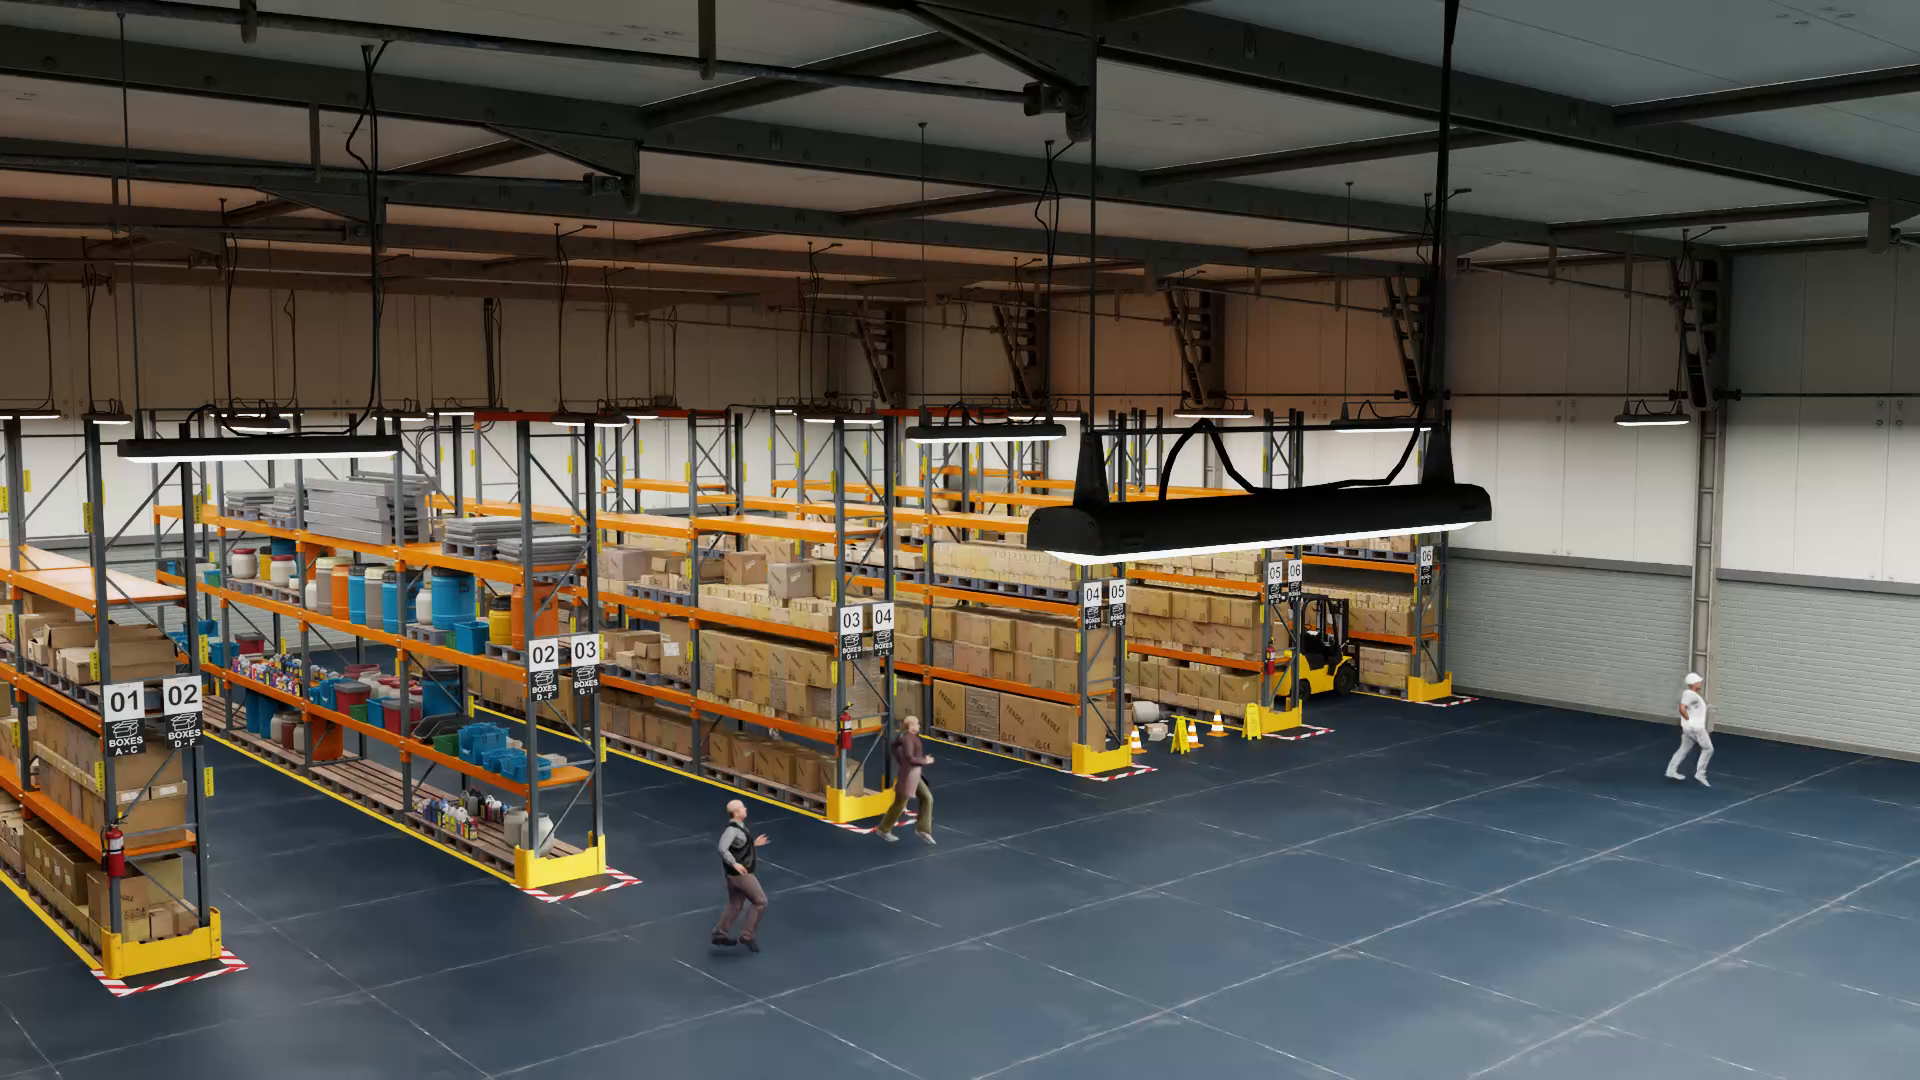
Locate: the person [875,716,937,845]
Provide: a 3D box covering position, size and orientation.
[{"bbox_3d":[-0.747,3.396,23.510,0.874,1.821,0.746,0,5,4],"label":"person"}]

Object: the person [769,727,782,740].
[{"bbox_3d":[-3.245,2.884,30.330,0.585,1.563,0.517,5,7,44],"label":"person"}]

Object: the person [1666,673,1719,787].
[{"bbox_3d":[11.881,3.078,26.935,0.768,1.843,0.657,1,5,8],"label":"person"}]

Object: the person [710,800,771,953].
[{"bbox_3d":[-2.474,3.825,18.857,0.711,1.767,0.580,-1,5,-15],"label":"person"}]
